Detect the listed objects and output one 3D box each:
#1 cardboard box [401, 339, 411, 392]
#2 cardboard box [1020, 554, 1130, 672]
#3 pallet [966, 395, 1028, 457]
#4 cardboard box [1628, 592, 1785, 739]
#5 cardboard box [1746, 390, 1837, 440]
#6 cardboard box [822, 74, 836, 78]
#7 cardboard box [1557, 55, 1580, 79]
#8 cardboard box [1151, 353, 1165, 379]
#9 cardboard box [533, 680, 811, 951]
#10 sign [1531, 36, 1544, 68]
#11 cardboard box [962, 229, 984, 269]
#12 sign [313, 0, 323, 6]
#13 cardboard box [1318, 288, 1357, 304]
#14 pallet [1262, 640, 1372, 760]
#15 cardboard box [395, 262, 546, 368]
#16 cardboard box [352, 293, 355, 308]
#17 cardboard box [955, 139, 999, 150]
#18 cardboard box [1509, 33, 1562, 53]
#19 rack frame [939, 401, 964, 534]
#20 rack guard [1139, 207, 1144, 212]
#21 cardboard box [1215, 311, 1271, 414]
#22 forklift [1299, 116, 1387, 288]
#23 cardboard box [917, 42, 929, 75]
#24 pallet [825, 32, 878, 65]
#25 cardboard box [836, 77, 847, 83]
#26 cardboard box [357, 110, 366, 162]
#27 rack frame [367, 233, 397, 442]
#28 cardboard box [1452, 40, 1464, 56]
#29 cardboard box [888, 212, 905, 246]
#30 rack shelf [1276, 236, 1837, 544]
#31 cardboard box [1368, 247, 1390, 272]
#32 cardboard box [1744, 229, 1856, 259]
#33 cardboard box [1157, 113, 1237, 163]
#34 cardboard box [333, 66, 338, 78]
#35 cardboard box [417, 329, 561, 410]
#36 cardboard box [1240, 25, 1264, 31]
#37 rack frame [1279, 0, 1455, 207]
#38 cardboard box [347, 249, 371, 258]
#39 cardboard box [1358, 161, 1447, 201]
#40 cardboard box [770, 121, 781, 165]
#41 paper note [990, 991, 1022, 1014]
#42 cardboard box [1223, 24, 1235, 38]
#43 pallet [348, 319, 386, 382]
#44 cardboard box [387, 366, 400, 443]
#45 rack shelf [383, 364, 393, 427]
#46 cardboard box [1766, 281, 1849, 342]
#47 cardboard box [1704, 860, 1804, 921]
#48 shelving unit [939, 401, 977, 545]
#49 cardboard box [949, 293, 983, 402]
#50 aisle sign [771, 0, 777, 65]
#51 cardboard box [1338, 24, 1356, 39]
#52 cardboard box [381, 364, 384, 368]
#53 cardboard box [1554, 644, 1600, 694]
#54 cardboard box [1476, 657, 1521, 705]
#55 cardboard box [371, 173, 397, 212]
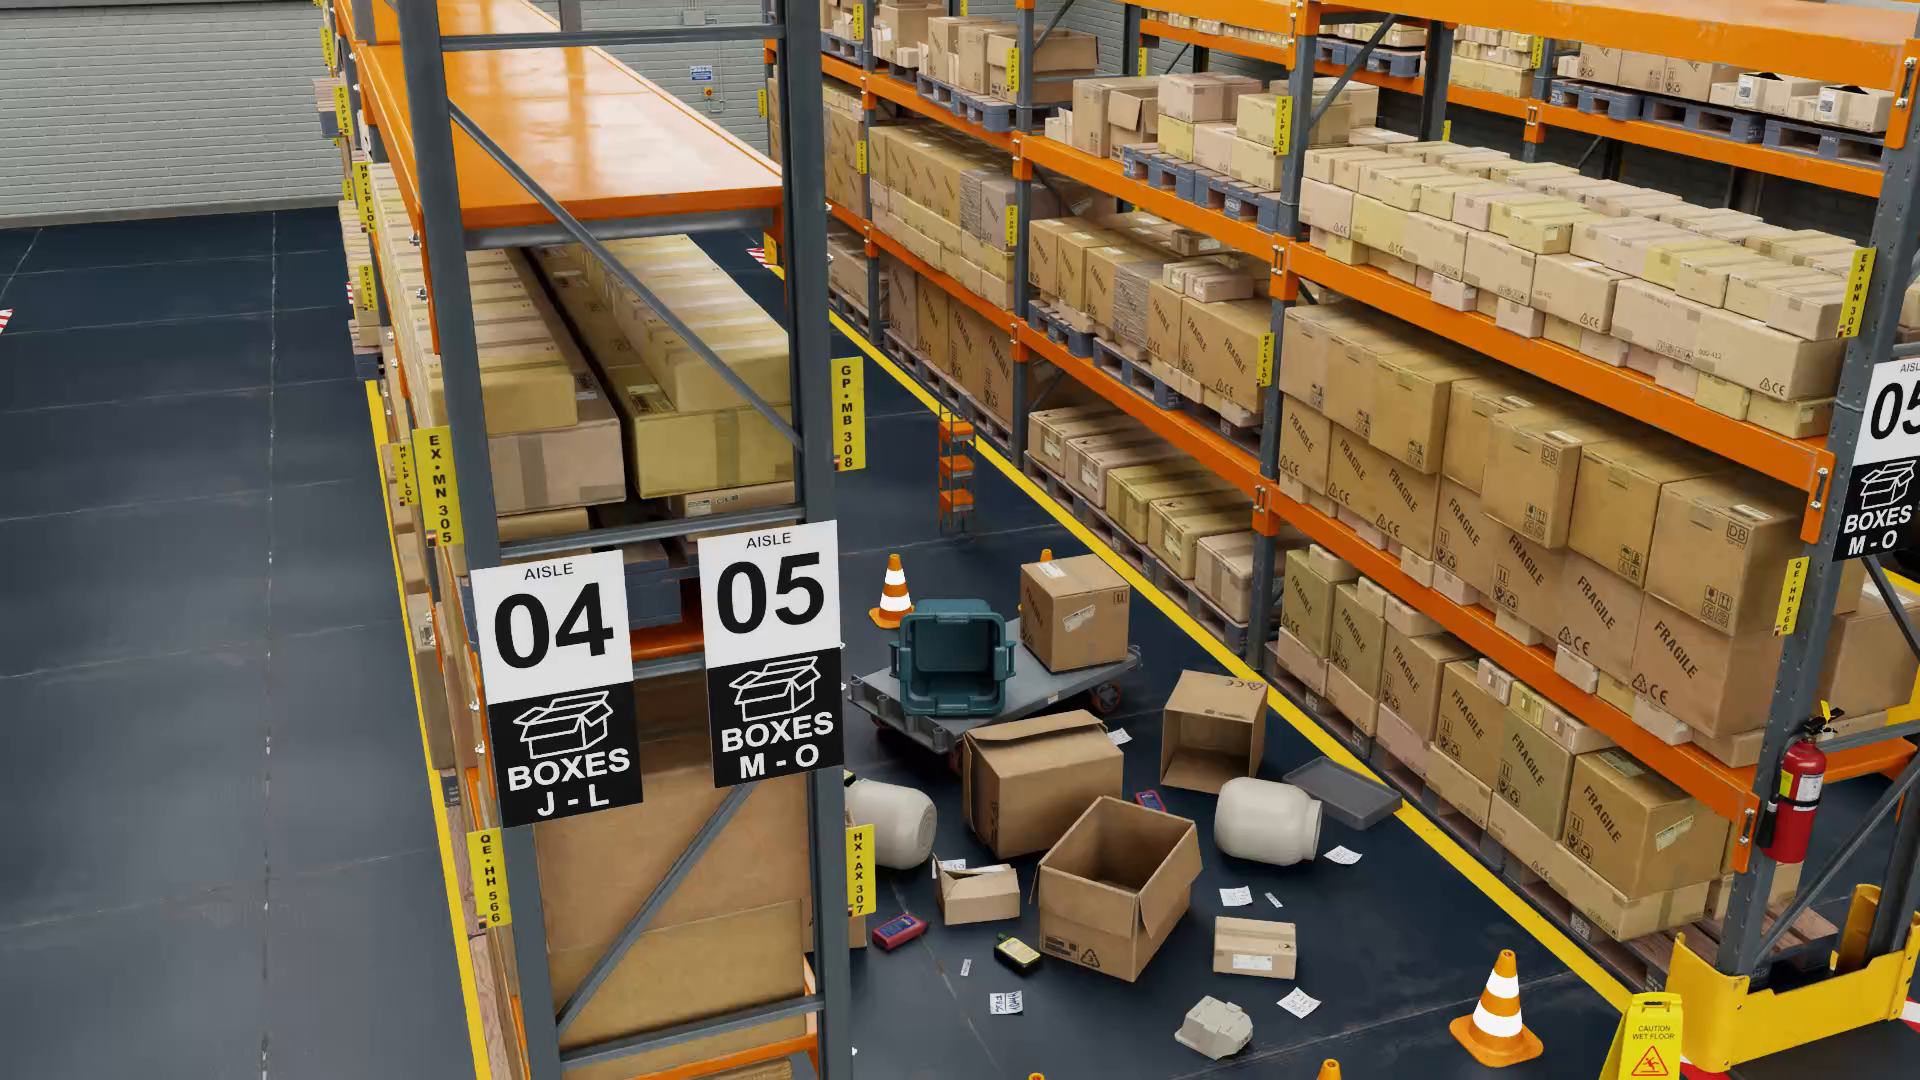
[{"bbox_3d":[-1.901,-0.681,6.295,0.380,0.149,0.250,-8,24,-18],"label":"cardboard box"},{"bbox_3d":[0.691,0.436,10.097,0.500,0.500,0.500,-8,24,-19],"label":"cardboard box"},{"bbox_3d":[0.725,-1.087,15.058,1.003,0.211,1.213,-8,24,-19],"label":"pallet"},{"bbox_3d":[3.309,0.489,7.216,0.500,0.500,0.500,-9,24,-20],"label":"cardboard box"},{"bbox_3d":[3.371,-0.526,6.598,0.380,0.149,0.250,-8,24,-19],"label":"cardboard box"},{"bbox_3d":[-1.631,-5.244,19.078,0.380,0.149,0.250,-8,24,-18],"label":"cardboard box"},{"bbox_3d":[5.414,-4.104,14.393,0.380,0.166,0.250,-8,24,-19],"label":"cardboard box"},{"bbox_3d":[1.559,-1.221,11.569,0.380,0.149,0.250,-8,24,-19],"label":"cardboard box"},{"bbox_3d":[-0.931,0.840,5.310,0.875,0.550,0.550,-8,24,-19],"label":"cardboard box"},{"bbox_3d":[5.067,-4.305,14.573,0.100,0.325,0.005,-8,24,-19],"label":"sign"},{"bbox_3d":[0.339,-2.564,14.520,0.500,0.250,0.500,-9,24,-20],"label":"cardboard box"},{"bbox_3d":[-6.996,-5.977,18.081,0.100,0.325,0.005,-8,24,-19],"label":"sign"},{"bbox_3d":[2.510,-1.517,10.599,0.380,0.149,0.250,-8,24,-19],"label":"cardboard box"},{"bbox_3d":[2.616,0.902,10.338,1.003,0.211,1.213,-8,24,-19],"label":"pallet"},{"bbox_3d":[-1.801,-0.830,6.135,0.500,0.250,0.500,-8,24,-19],"label":"cardboard box"},{"bbox_3d":[-4.454,-1.883,12.756,0.380,0.149,0.250,-8,24,-18],"label":"cardboard box"},{"bbox_3d":[0.263,-3.534,15.856,0.500,0.500,0.500,-8,24,-17],"label":"cardboard box"},{"bbox_3d":[5.177,-4.476,14.942,0.380,0.149,0.250,-8,24,-17],"label":"cardboard box"},{"bbox_3d":[-0.062,-0.548,12.697,0.200,1.050,0.008,-8,24,-19],"label":"rack frame"},{"bbox_3d":[2.776,-4.485,22.748,1.175,0.500,0.348,-8,24,-19],"label":"rack guard"},{"bbox_3d":[1.968,-1.135,10.528,0.500,0.500,0.500,-9,24,-20],"label":"cardboard box"},{"bbox_3d":[3.218,-1.805,13.259,1.130,2.935,3.031,-13,26,-28],"label":"forklift"},{"bbox_3d":[-0.163,-4.331,14.933,0.396,0.266,0.258,-6,24,-15],"label":"cardboard box"},{"bbox_3d":[-0.760,-5.169,17.404,1.003,0.211,1.213,-8,24,-19],"label":"pallet"},{"bbox_3d":[-1.221,-5.312,19.240,0.380,0.149,0.250,-9,24,-19],"label":"cardboard box"},{"bbox_3d":[-3.613,-2.647,10.751,0.500,0.311,0.500,-8,24,-19],"label":"cardboard box"},{"bbox_3d":[-3.663,-1.359,12.113,1.000,3.000,0.127,-8,24,-19],"label":"rack frame"},{"bbox_3d":[4.912,-4.728,15.923,0.380,0.149,0.250,-8,24,-19],"label":"cardboard box"},{"bbox_3d":[-0.388,-3.076,16.378,0.500,0.250,0.500,-9,24,-20],"label":"cardboard box"},{"bbox_3d":[3.052,-0.946,8.197,1.077,0.370,4.000,-8,24,-19],"label":"rack shelf"},{"bbox_3d":[2.457,-1.564,9.060,0.380,0.149,0.250,-8,24,-19],"label":"cardboard box"},{"bbox_3d":[3.670,-1.250,7.288,0.380,0.149,0.250,-8,24,-19],"label":"cardboard box"},{"bbox_3d":[1.651,-2.691,11.063,0.500,0.250,0.500,-8,24,-18],"label":"cardboard box"},{"bbox_3d":[-5.502,-4.267,15.343,0.500,0.250,0.500,-8,24,-18],"label":"cardboard box"},{"bbox_3d":[-1.360,-0.493,4.823,0.380,0.149,0.250,-8,24,-19],"label":"cardboard box"},{"bbox_3d":[3.564,-5.990,19.047,0.500,0.250,0.500,-9,25,-21],"label":"cardboard box"},{"bbox_3d":[2.346,-3.386,9.198,1.000,3.000,0.127,-8,24,-19],"label":"rack frame"},{"bbox_3d":[-4.621,-2.198,13.120,0.380,0.149,0.250,-8,24,-19],"label":"cardboard box"},{"bbox_3d":[2.356,-1.909,8.852,0.380,0.149,0.250,-9,25,-21],"label":"cardboard box"},{"bbox_3d":[-1.993,-4.814,20.182,0.500,0.500,0.500,-9,24,-19],"label":"cardboard box"},{"bbox_3d":[0.213,2.129,7.662,0.144,0.017,0.142,0,23,-1],"label":"paper note"},{"bbox_3d":[3.344,-6.038,19.674,0.380,0.149,0.250,-8,24,-18],"label":"cardboard box"},{"bbox_3d":[-4.014,-1.515,12.730,1.213,0.211,1.003,-8,24,-19],"label":"pallet"},{"bbox_3d":[-3.397,-0.838,10.747,0.500,0.500,0.500,-8,24,-19],"label":"cardboard box"},{"bbox_3d":[-4.369,-1.755,13.977,1.077,0.370,4.000,-8,24,-19],"label":"rack shelf"},{"bbox_3d":[3.363,-0.885,6.422,0.380,0.149,0.250,-8,24,-18],"label":"cardboard box"},{"bbox_3d":[3.733,1.574,8.153,0.500,0.250,0.500,-9,24,-19],"label":"cardboard box"},{"bbox_3d":[-0.019,-0.503,12.592,0.215,1.050,0.252,-8,24,-19],"label":"shelving unit"},{"bbox_3d":[0.455,-1.877,15.536,0.875,0.875,0.875,-8,24,-18],"label":"cardboard box"},{"bbox_3d":[-2.190,-6.166,20.171,0.394,0.787,0.004,-8,24,-19],"label":"aisle sign"},{"bbox_3d":[4.145,-5.273,17.191,0.380,0.149,0.250,-8,24,-18],"label":"cardboard box"},{"bbox_3d":[-4.503,-1.328,13.751,0.500,0.250,0.500,-8,24,-18],"label":"cardboard box"},{"bbox_3d":[3.043,0.578,7.839,0.380,0.149,0.250,-8,24,-18],"label":"cardboard box"},{"bbox_3d":[2.862,0.693,8.442,0.380,0.149,0.250,-7,24,-17],"label":"cardboard box"},{"bbox_3d":[-2.348,-1.508,7.231,0.380,0.149,0.250,-9,24,-19],"label":"cardboard box"}]
